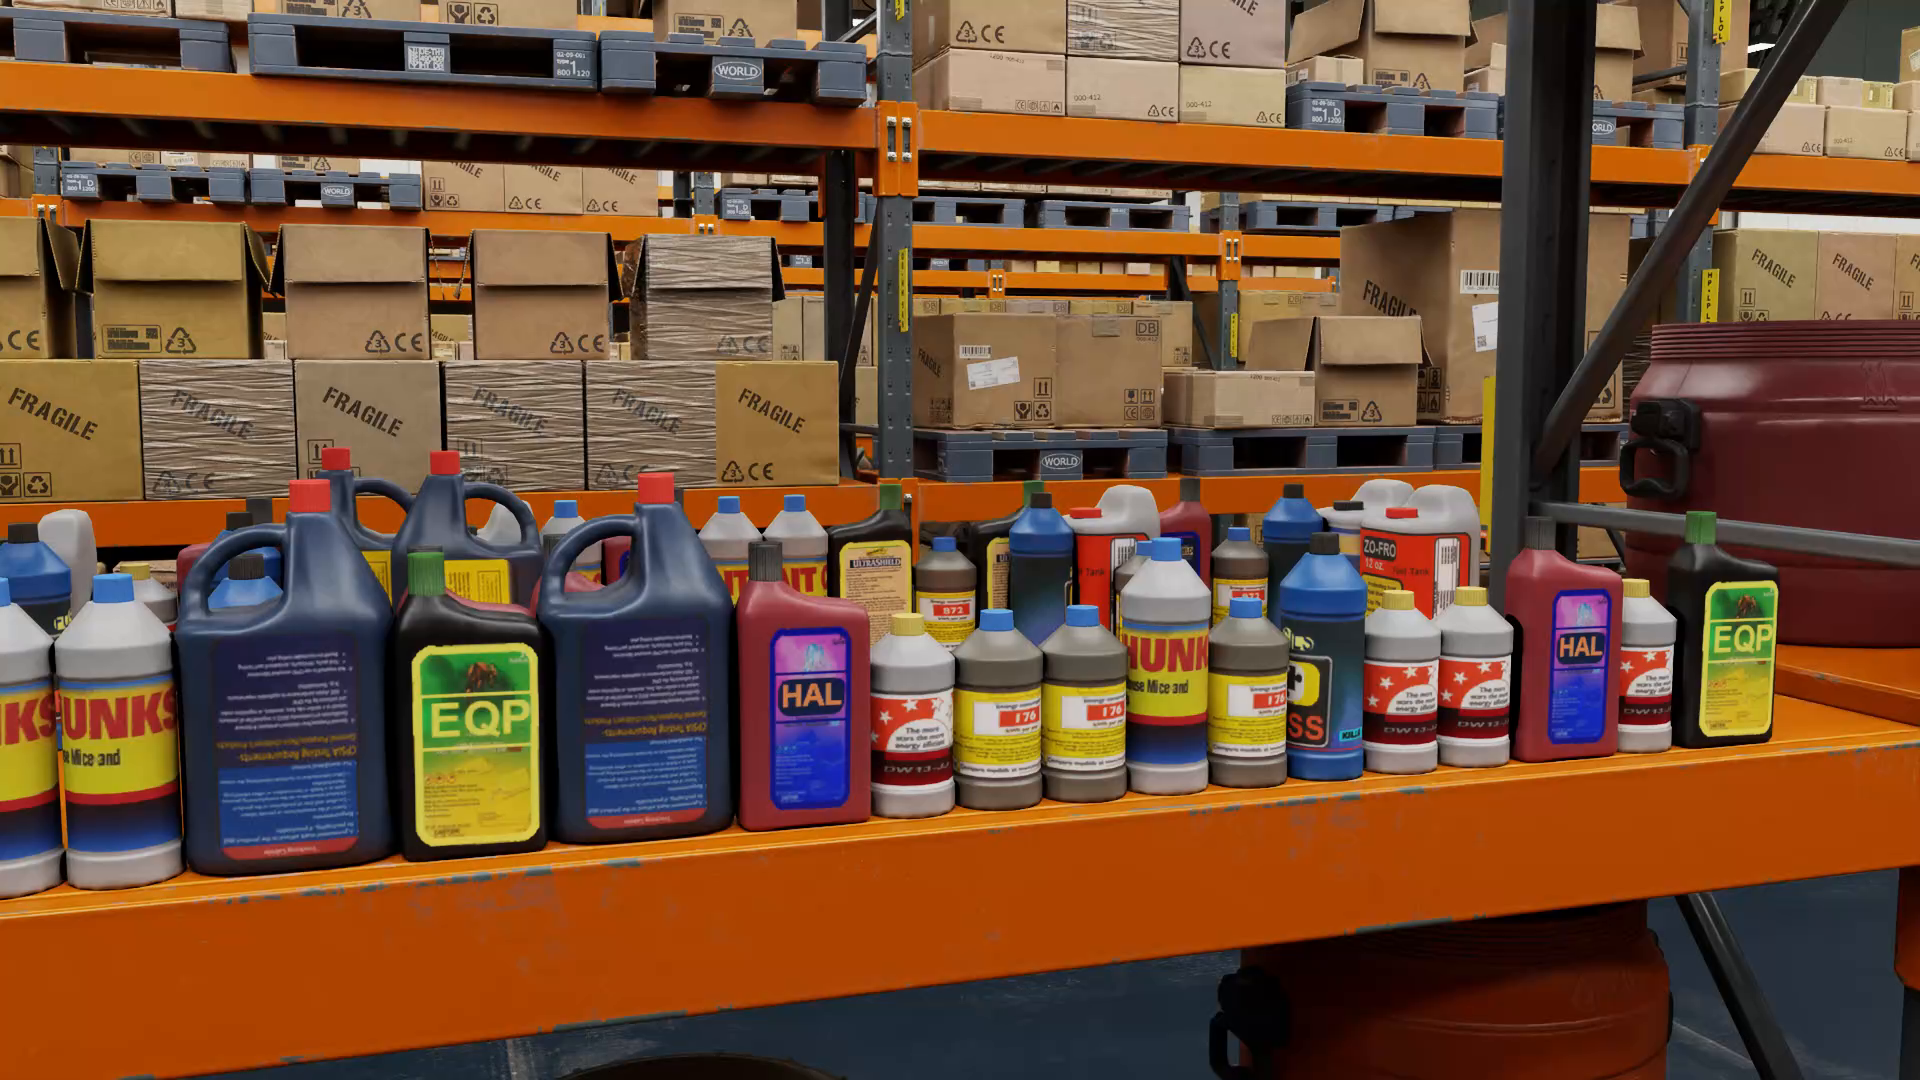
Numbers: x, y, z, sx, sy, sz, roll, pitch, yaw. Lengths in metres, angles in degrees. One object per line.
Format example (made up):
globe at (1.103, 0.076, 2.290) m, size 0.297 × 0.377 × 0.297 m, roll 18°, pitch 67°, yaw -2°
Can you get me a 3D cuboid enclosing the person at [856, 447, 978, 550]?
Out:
person at (-0.250, 0.185, 8.881) m, size 0.973 × 1.372 × 0.492 m, roll -2°, pitch 6°, yaw -21°
